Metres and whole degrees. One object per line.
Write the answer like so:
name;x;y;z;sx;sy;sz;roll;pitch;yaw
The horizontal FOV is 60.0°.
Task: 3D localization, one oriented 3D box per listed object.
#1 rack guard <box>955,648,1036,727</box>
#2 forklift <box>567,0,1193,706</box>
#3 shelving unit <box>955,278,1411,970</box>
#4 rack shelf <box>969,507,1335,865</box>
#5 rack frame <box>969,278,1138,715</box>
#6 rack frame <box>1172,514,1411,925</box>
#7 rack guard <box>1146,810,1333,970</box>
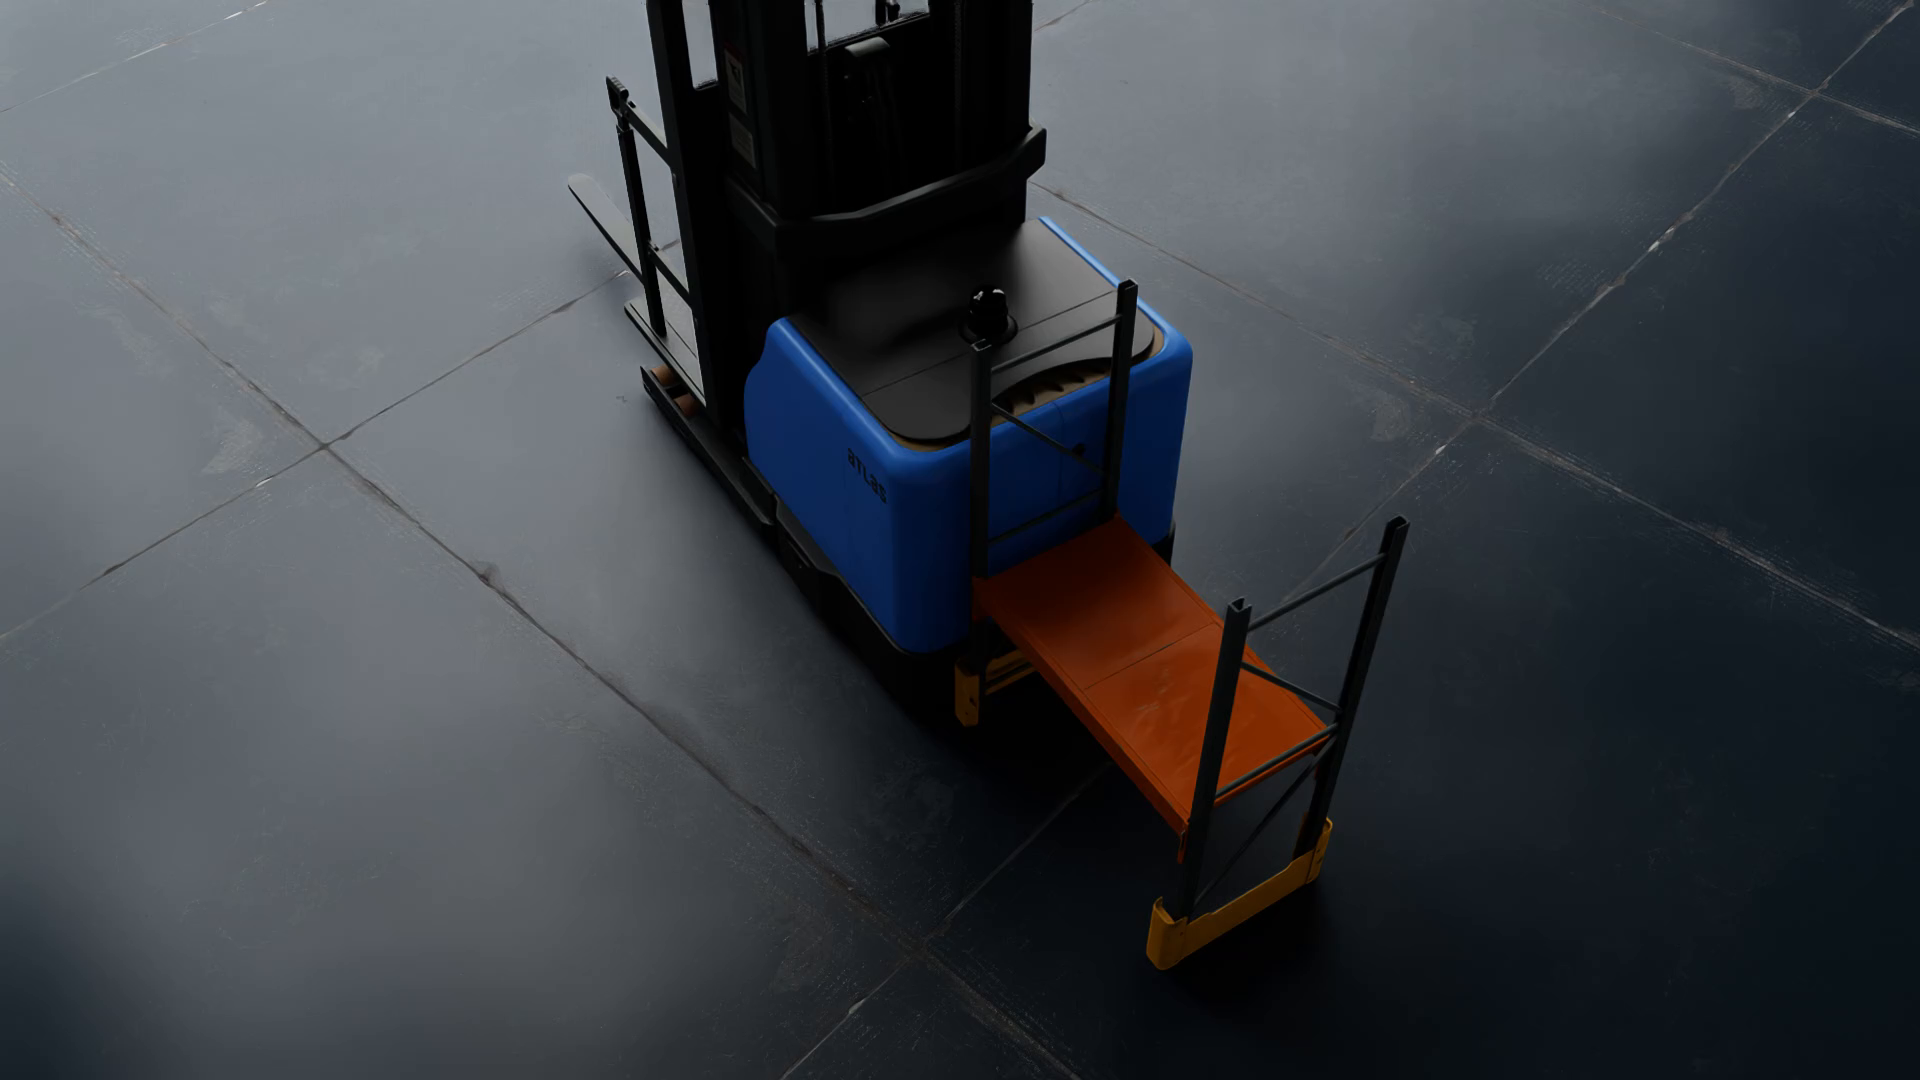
rack guard;0.246;0.366;5.235;0.587;0.250;0.087;-25;52;-22
forklift;-0.521;-1.544;5.189;1.130;2.935;3.031;-25;52;-22
shelving unit;0.514;0.244;4.492;0.587;1.500;1.083;-25;52;-22
rack shelf;0.519;0.372;4.618;0.538;0.185;1.000;-25;52;-22
rack frame;0.245;-0.063;4.780;0.500;1.500;0.032;-25;52;-22
rack frame;0.793;0.561;4.194;0.500;1.500;0.032;-25;52;-22
rack guard;0.782;0.977;4.661;0.587;0.250;0.087;-25;52;-22
